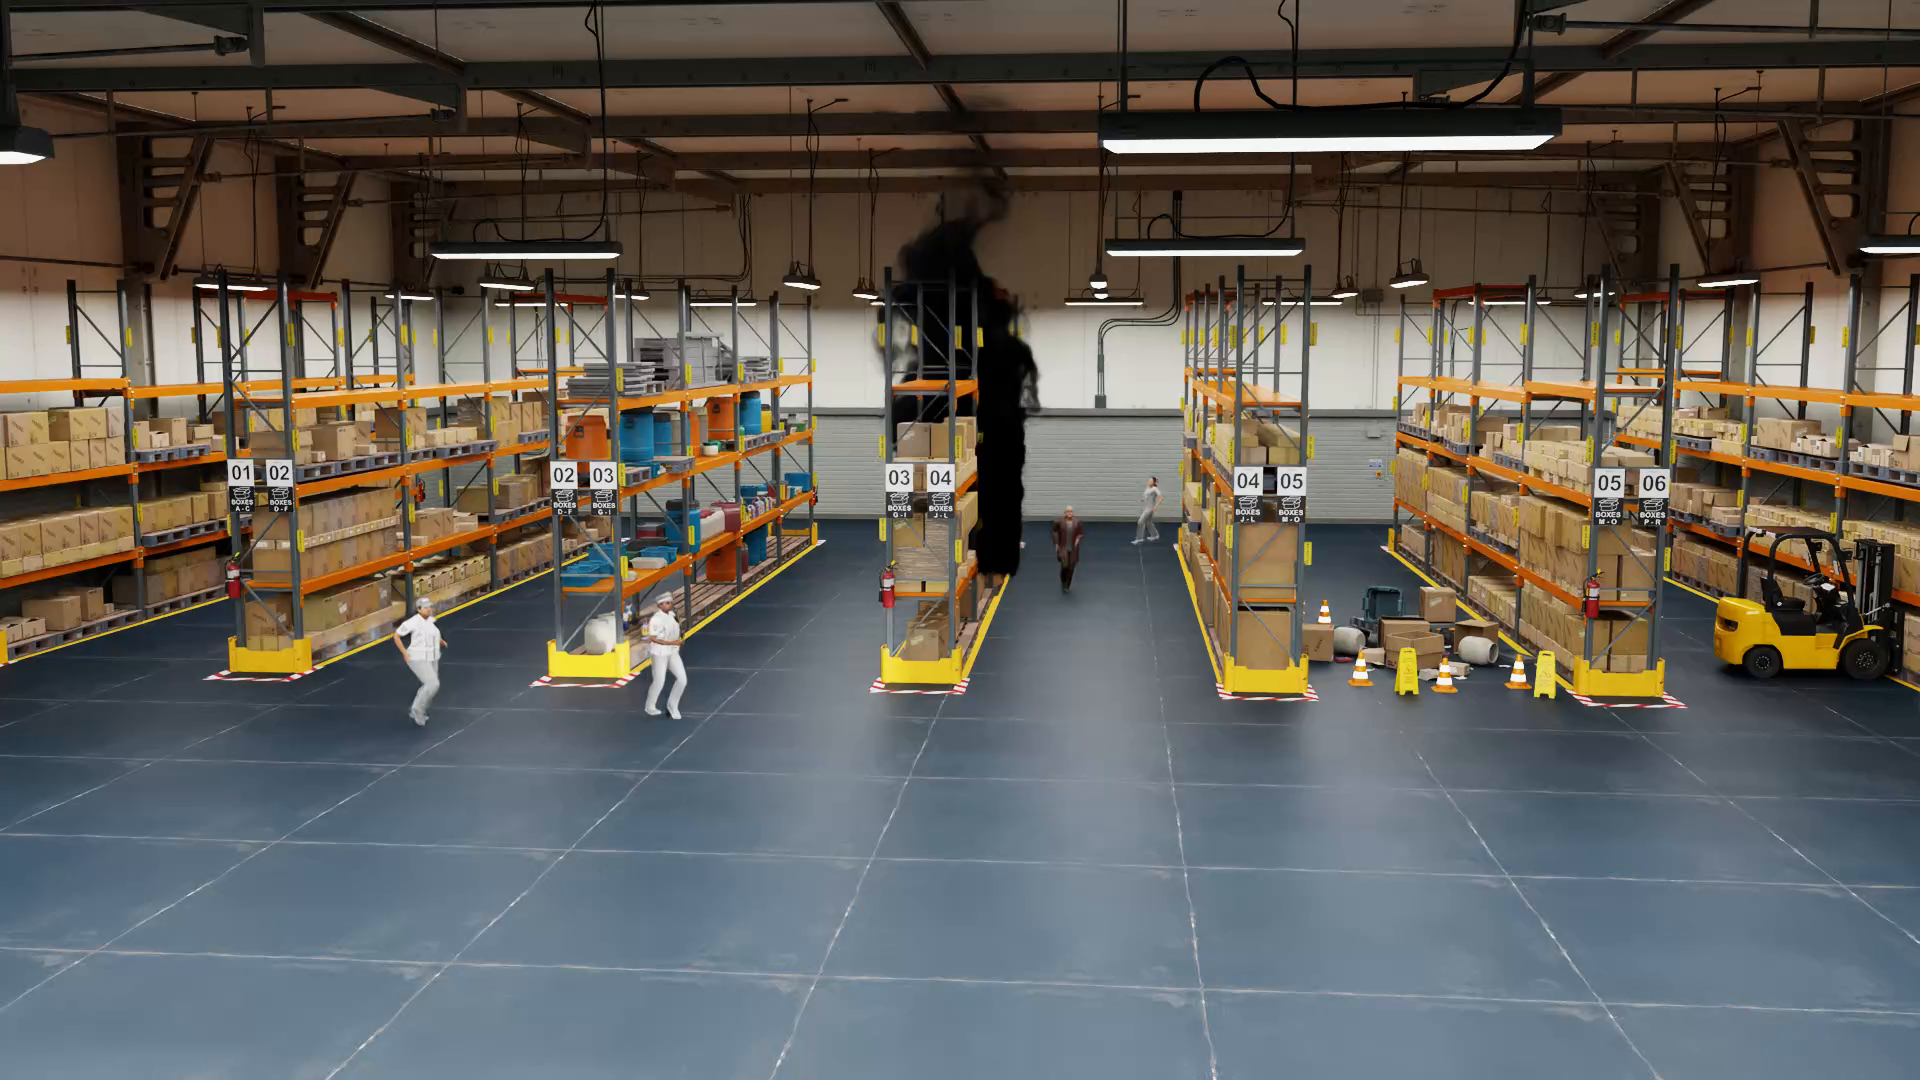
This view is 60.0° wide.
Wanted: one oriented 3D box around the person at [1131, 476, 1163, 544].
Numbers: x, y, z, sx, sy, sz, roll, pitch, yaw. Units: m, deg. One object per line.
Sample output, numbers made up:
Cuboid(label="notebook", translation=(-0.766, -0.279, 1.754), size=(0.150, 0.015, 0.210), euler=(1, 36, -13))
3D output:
Cuboid(label="person", translation=(4.597, -0.729, 40.431), size=(0.804, 1.672, 0.614), euler=(-3, 8, -22))

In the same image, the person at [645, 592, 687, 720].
Cuboid(label="person", translation=(-3.848, 1.535, 21.839), size=(0.717, 1.747, 0.593), euler=(5, 9, 36))

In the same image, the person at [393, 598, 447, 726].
Cuboid(label="person", translation=(-6.930, 1.579, 21.569), size=(0.665, 1.672, 0.580), euler=(3, 7, 21))

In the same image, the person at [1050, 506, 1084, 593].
Cuboid(label="person", translation=(2.121, 0.231, 32.477), size=(0.610, 1.639, 0.760), euler=(-1, 7, -8))
